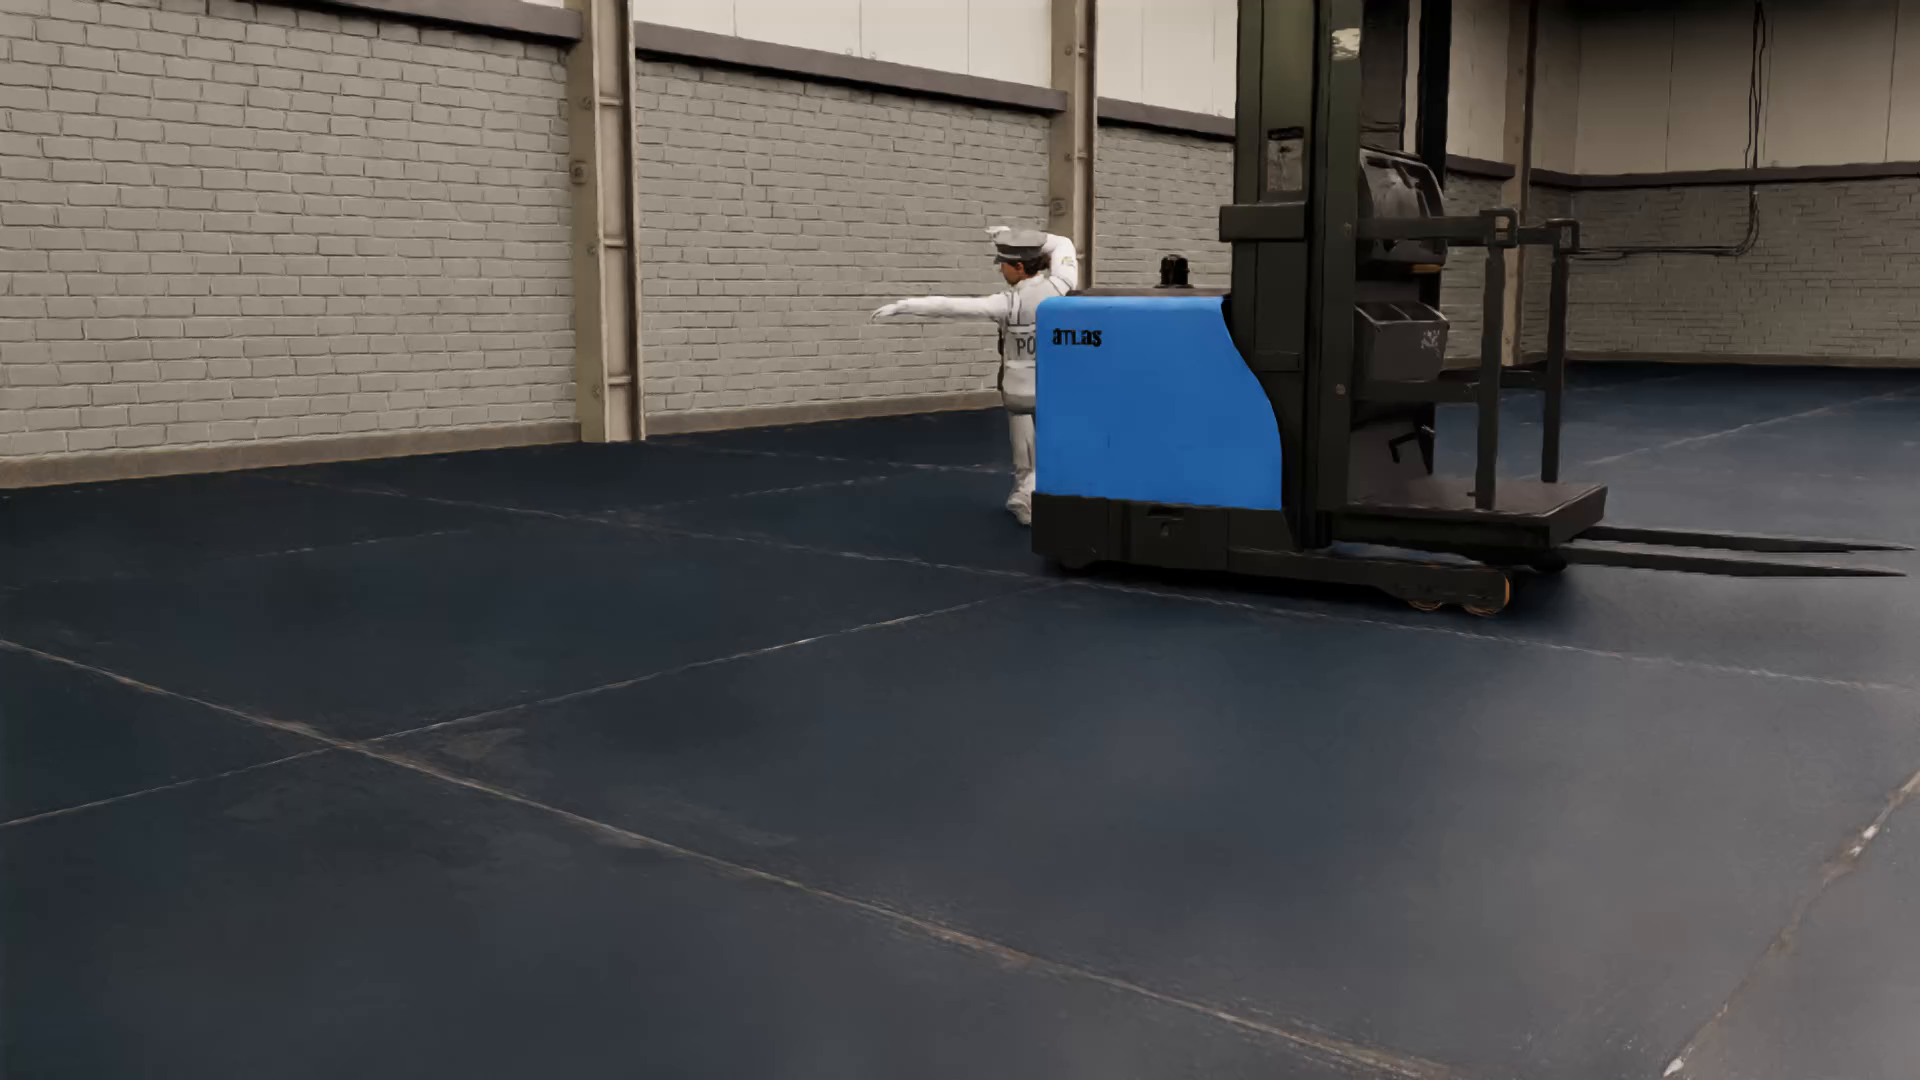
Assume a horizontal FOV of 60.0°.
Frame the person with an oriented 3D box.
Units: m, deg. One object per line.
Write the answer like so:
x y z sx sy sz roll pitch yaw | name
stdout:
0.084 -0.792 8.029 0.975 1.429 0.848 1 8 5 | person

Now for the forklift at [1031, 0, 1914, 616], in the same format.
1.807 -1.279 6.024 3.031 2.935 1.130 5 10 31 | forklift
